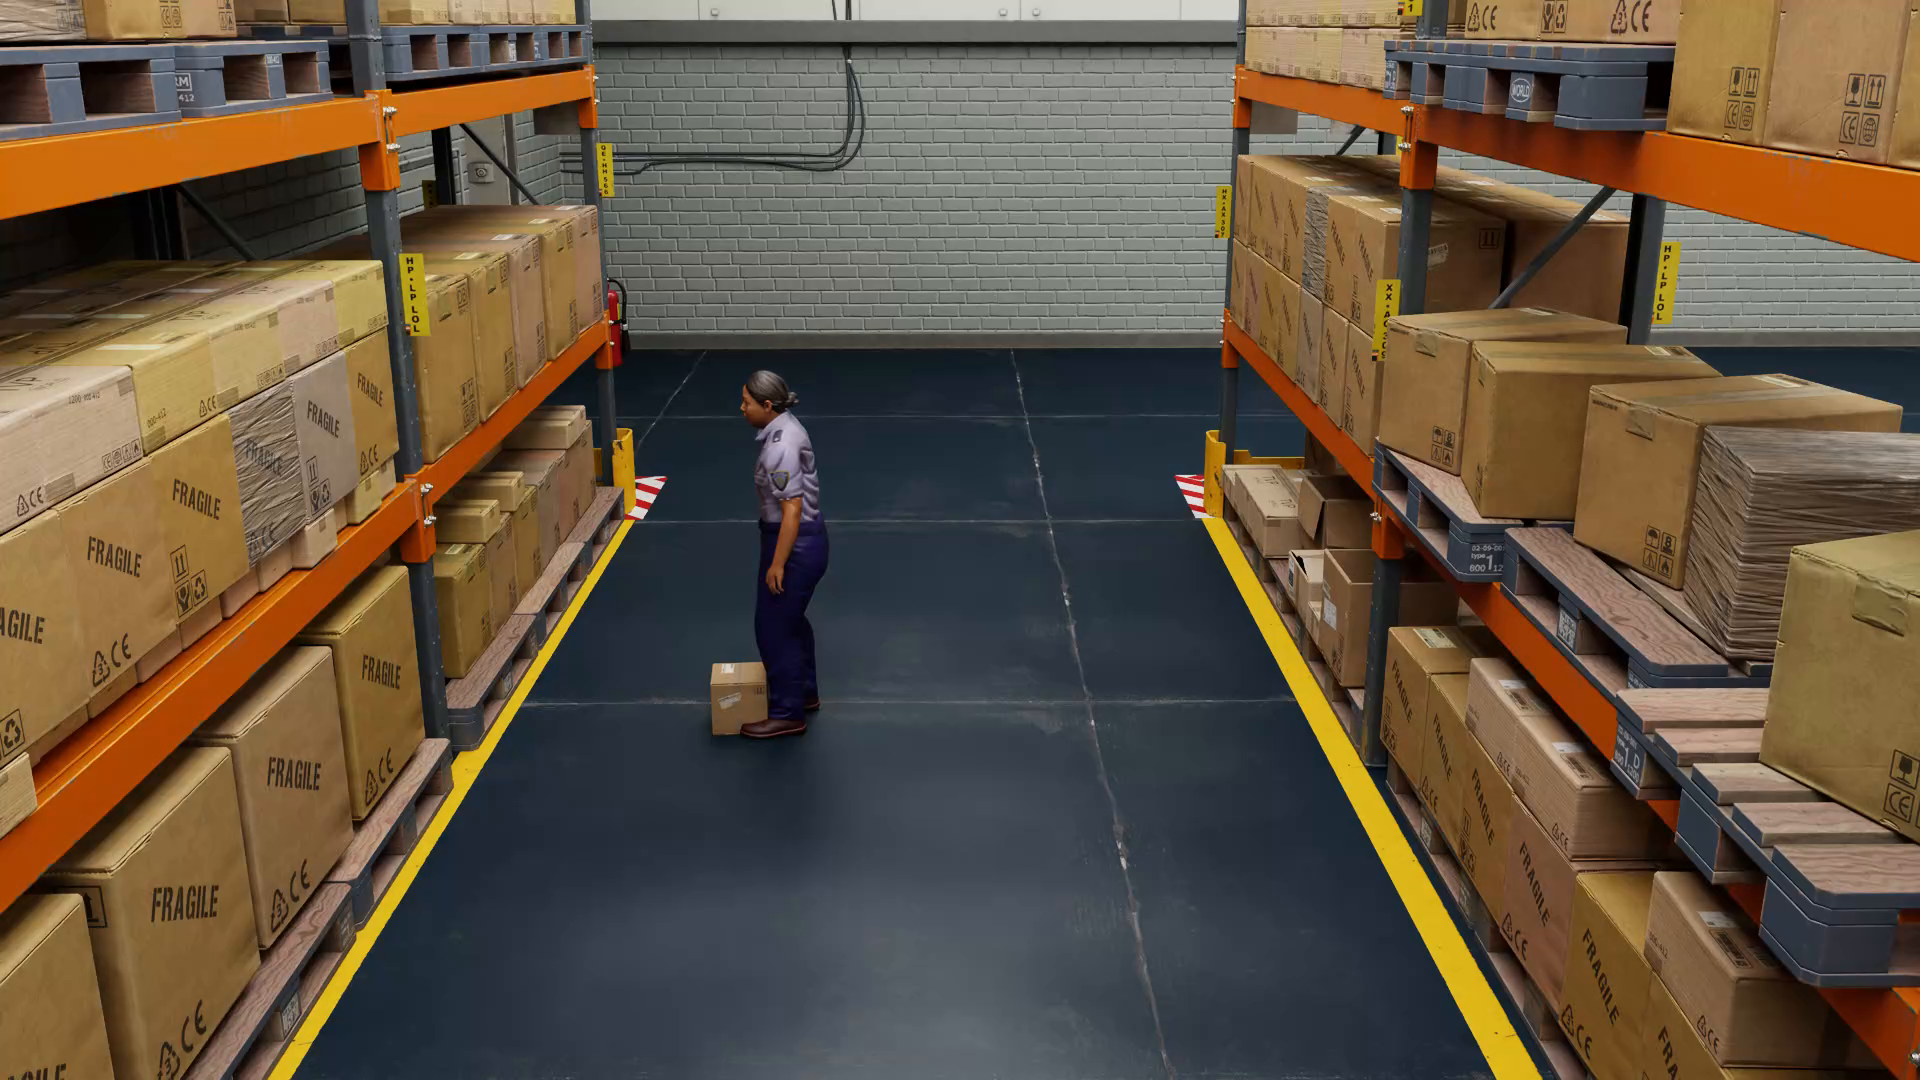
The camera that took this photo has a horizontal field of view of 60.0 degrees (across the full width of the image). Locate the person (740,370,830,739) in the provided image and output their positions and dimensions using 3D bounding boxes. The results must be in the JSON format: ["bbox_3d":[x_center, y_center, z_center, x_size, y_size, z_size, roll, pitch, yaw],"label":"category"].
[{"bbox_3d":[-0.790,0.052,7.392,0.416,1.652,0.553,-1,17,-2],"label":"person"}]
